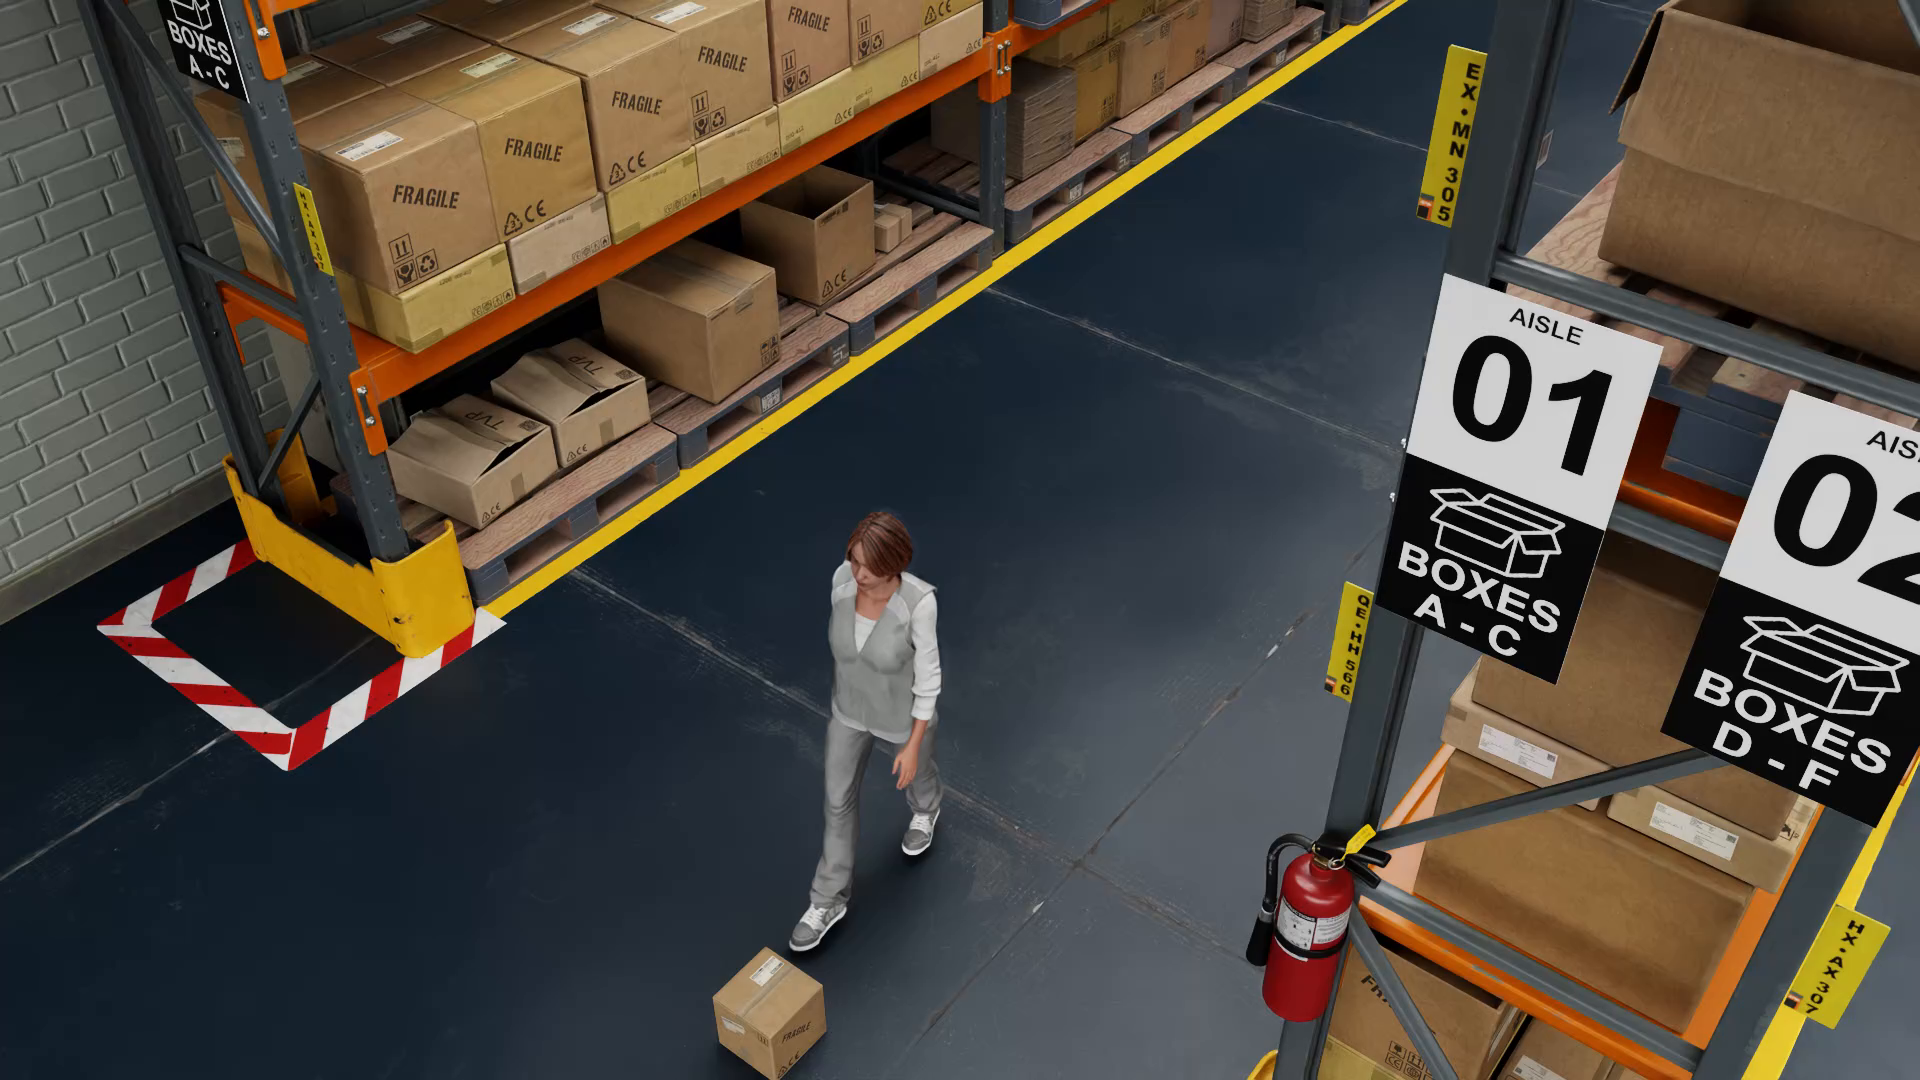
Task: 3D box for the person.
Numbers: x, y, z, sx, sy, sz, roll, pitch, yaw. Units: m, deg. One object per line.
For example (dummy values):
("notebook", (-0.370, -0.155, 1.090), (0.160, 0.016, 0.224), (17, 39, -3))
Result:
("person", (-0.284, 0.616, 5.393), (0.428, 1.560, 0.839), (13, 41, 15))
